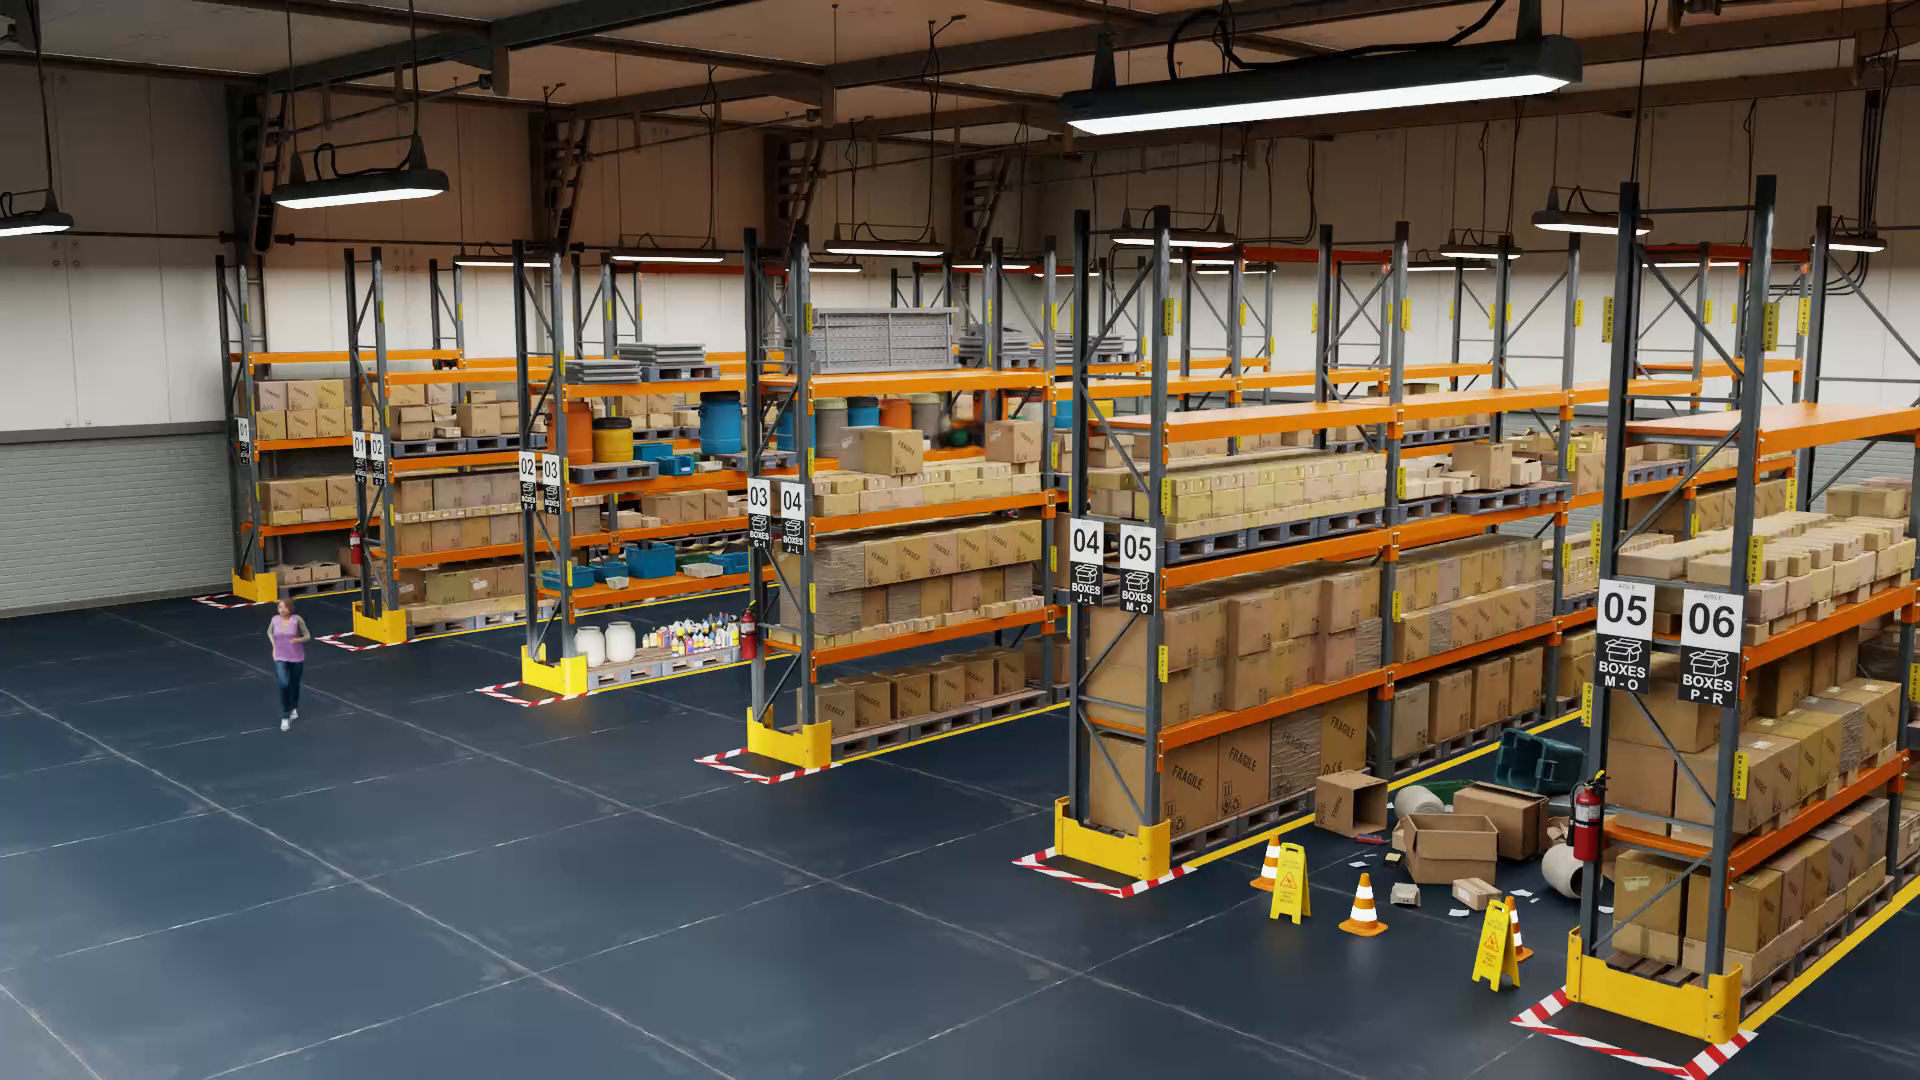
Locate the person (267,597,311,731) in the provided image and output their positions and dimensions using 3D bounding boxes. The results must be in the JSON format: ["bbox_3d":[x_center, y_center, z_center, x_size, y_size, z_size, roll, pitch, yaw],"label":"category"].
[{"bbox_3d":[-8.215,1.509,20.402,0.507,1.648,0.710,-3,9,-19],"label":"person"}]
